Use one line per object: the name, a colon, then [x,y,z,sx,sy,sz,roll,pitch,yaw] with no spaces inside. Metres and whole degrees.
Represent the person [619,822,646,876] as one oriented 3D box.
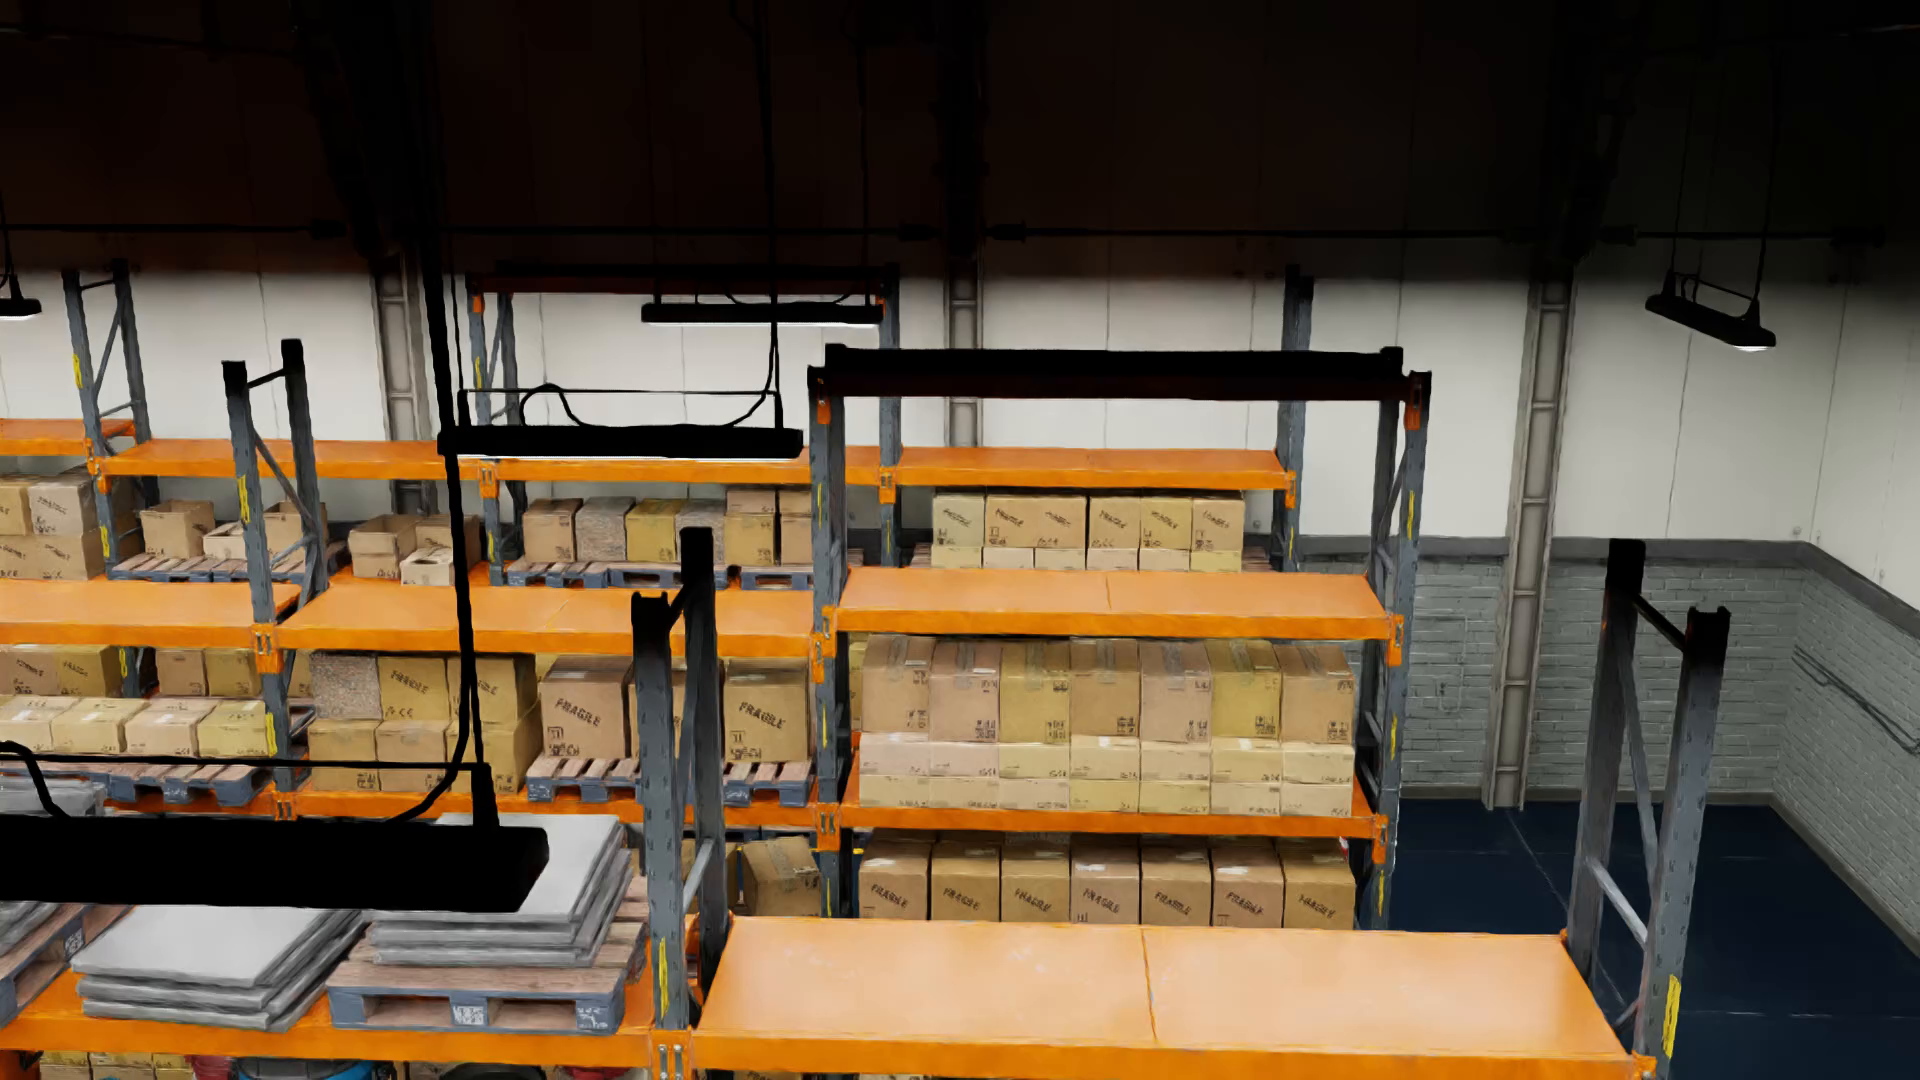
person: [-2.897,2.968,15.328,0.538,1.679,0.454,-7,18,-23]
